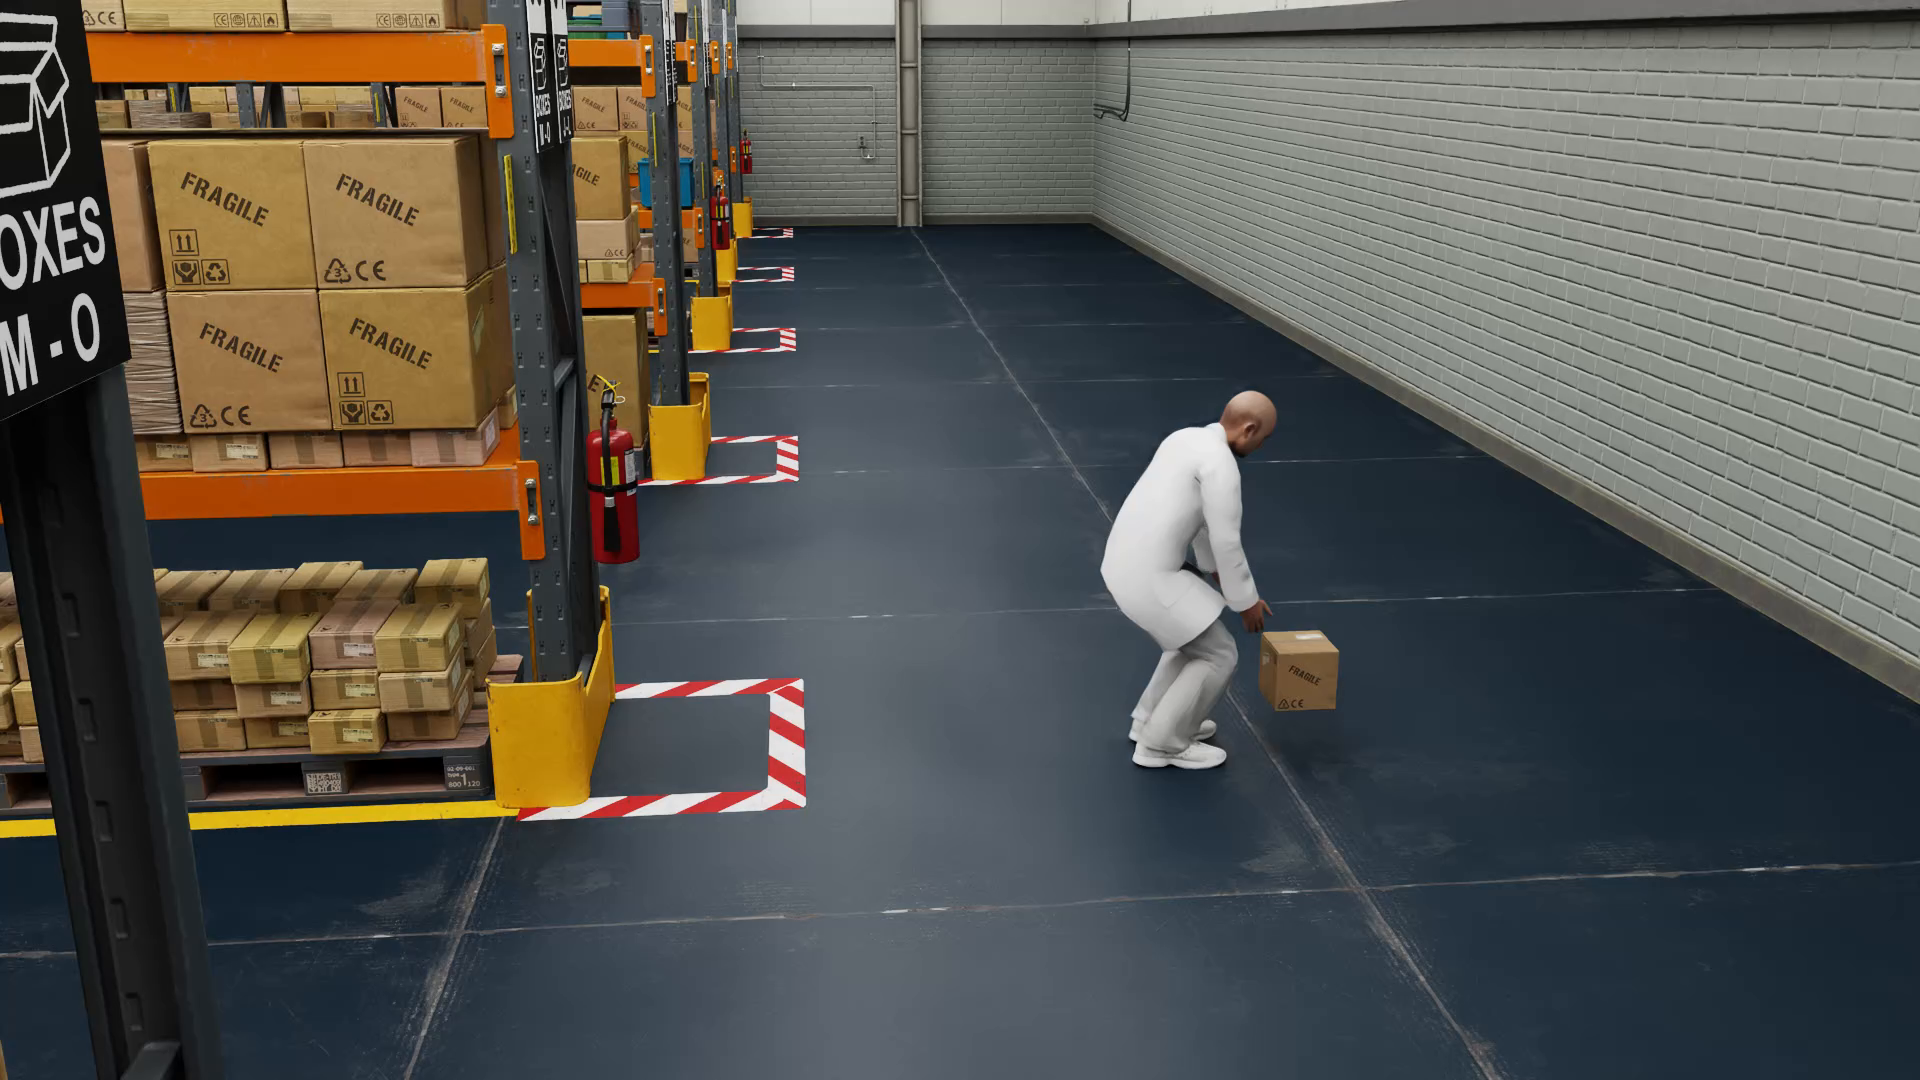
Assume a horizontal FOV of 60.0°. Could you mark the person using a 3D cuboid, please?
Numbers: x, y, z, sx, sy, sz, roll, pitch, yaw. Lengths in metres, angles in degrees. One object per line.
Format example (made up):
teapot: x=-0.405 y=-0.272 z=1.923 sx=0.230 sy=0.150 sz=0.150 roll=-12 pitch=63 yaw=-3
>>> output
person: x=0.919 y=0.224 z=6.643 sx=0.775 sy=1.306 sz=0.633 roll=-2 pitch=17 yaw=-6
